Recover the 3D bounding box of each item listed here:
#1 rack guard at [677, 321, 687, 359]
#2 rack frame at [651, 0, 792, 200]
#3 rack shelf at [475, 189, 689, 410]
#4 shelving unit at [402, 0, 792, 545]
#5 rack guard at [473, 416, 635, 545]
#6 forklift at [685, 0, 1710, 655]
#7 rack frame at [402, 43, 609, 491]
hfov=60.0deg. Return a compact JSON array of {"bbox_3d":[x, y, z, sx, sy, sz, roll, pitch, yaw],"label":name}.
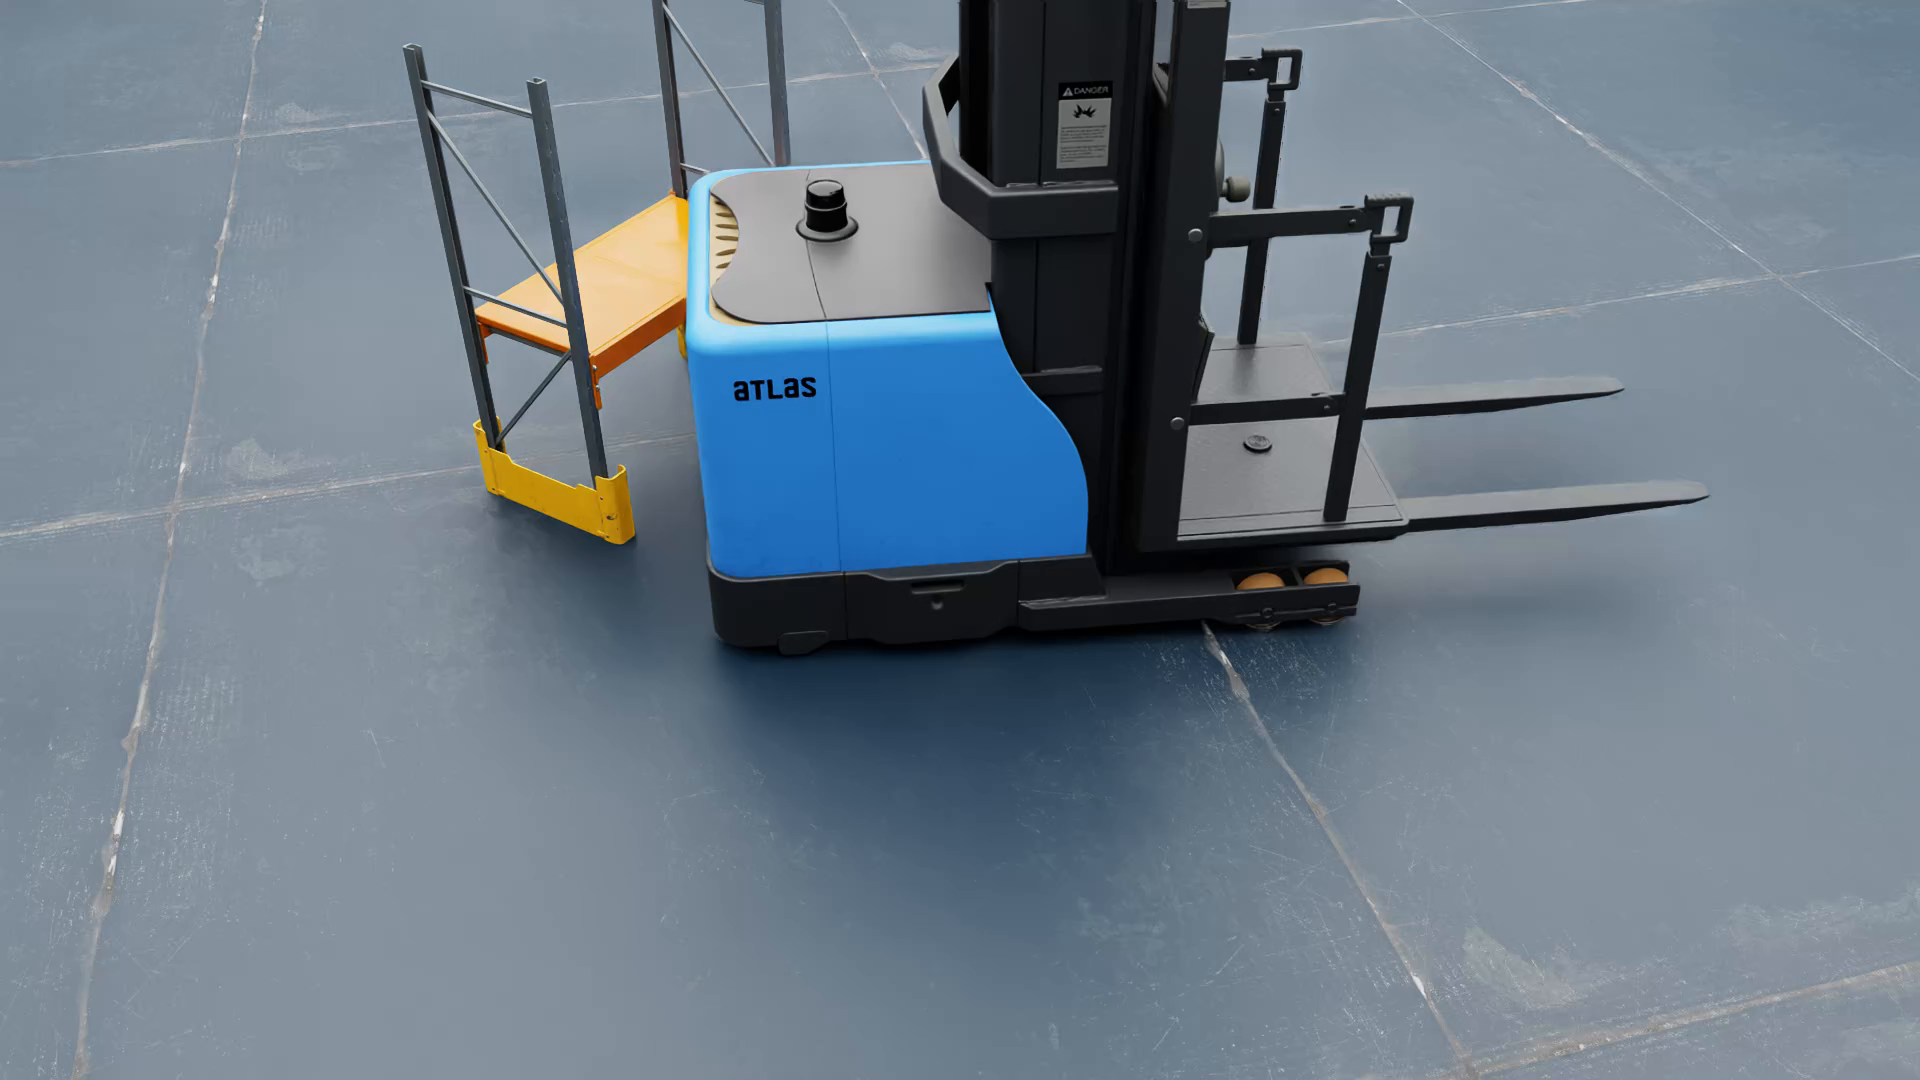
[{"bbox_3d":[-0.771,-0.710,5.972,0.587,0.250,0.087,21,42,25],"label":"rack guard"},{"bbox_3d":[-0.771,-1.207,5.593,0.500,1.500,0.032,21,42,25],"label":"rack frame"},{"bbox_3d":[-1.037,-0.801,5.359,0.538,0.185,1.000,21,42,25],"label":"rack shelf"},{"bbox_3d":[-1.033,-0.948,5.256,0.587,1.500,1.083,21,42,25],"label":"shelving unit"},{"bbox_3d":[-1.294,-0.194,5.299,0.587,0.250,0.087,21,42,25],"label":"rack guard"},{"bbox_3d":[0.745,-1.218,4.430,3.031,2.935,1.130,-4,38,-5],"label":"forklift"},{"bbox_3d":[-1.304,-0.681,4.906,0.500,1.500,0.032,21,42,25],"label":"rack frame"}]
